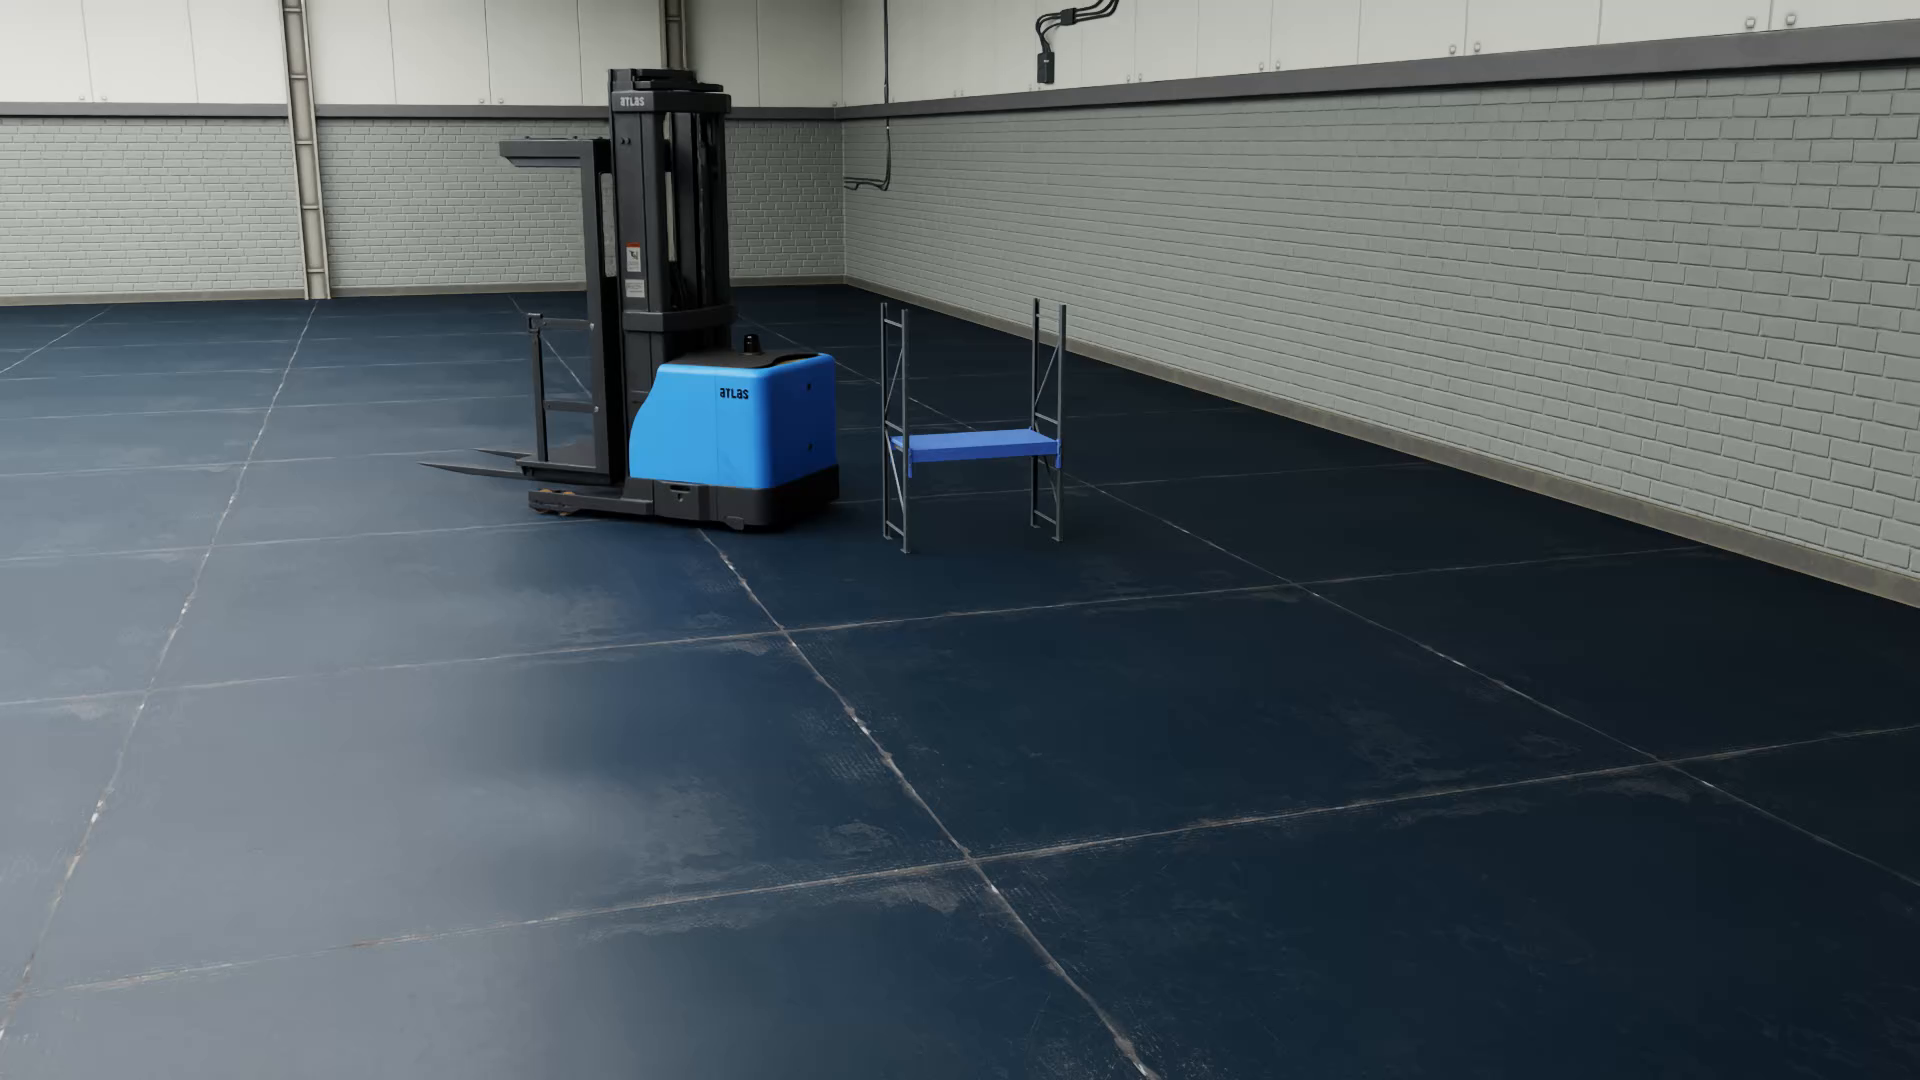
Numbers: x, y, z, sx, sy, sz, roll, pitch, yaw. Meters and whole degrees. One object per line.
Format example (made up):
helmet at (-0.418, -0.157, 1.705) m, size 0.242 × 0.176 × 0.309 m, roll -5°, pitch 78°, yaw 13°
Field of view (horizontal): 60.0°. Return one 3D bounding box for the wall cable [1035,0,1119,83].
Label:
wall cable at (1.351, -8.299, 18.735) m, size 0.169 × 6.003 × 2.305 m, roll -4°, pitch 14°, yaw -18°

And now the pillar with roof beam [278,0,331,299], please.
pillar with roof beam at (-9.190, -7.413, 22.361) m, size 0.400 × 9.000 × 9.100 m, roll -4°, pitch 14°, yaw -18°

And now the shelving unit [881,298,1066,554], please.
shelving unit at (0.081, -0.736, 10.496) m, size 1.048 × 1.500 × 0.538 m, roll -4°, pitch 14°, yaw -18°

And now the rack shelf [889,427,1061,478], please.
rack shelf at (0.081, -0.561, 10.537) m, size 1.000 × 0.185 × 0.538 m, roll -4°, pitch 14°, yaw -18°

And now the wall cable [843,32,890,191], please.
wall cable at (-1.662, -7.217, 28.247) m, size 0.112 × 2.526 × 3.097 m, roll -4°, pitch 14°, yaw -18°

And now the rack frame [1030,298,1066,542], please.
rack frame at (0.563, -0.773, 10.653) m, size 0.032 × 1.500 × 0.500 m, roll -4°, pitch 14°, yaw -18°

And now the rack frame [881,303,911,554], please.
rack frame at (-0.401, -0.698, 10.338) m, size 0.032 × 1.500 × 0.500 m, roll -4°, pitch 14°, yaw -18°

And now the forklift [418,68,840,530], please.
forklift at (-2.400, -1.693, 11.428) m, size 3.031 × 2.935 × 1.130 m, roll 6°, pitch 15°, yaw 23°

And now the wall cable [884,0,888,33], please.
wall cable at (-0.799, -9.080, 25.168) m, size 0.112 × 2.526 × 3.097 m, roll -4°, pitch 14°, yaw -18°

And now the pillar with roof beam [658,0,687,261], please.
pillar with roof beam at (-3.503, -7.856, 24.223) m, size 0.400 × 9.000 × 9.100 m, roll -4°, pitch 14°, yaw -18°
